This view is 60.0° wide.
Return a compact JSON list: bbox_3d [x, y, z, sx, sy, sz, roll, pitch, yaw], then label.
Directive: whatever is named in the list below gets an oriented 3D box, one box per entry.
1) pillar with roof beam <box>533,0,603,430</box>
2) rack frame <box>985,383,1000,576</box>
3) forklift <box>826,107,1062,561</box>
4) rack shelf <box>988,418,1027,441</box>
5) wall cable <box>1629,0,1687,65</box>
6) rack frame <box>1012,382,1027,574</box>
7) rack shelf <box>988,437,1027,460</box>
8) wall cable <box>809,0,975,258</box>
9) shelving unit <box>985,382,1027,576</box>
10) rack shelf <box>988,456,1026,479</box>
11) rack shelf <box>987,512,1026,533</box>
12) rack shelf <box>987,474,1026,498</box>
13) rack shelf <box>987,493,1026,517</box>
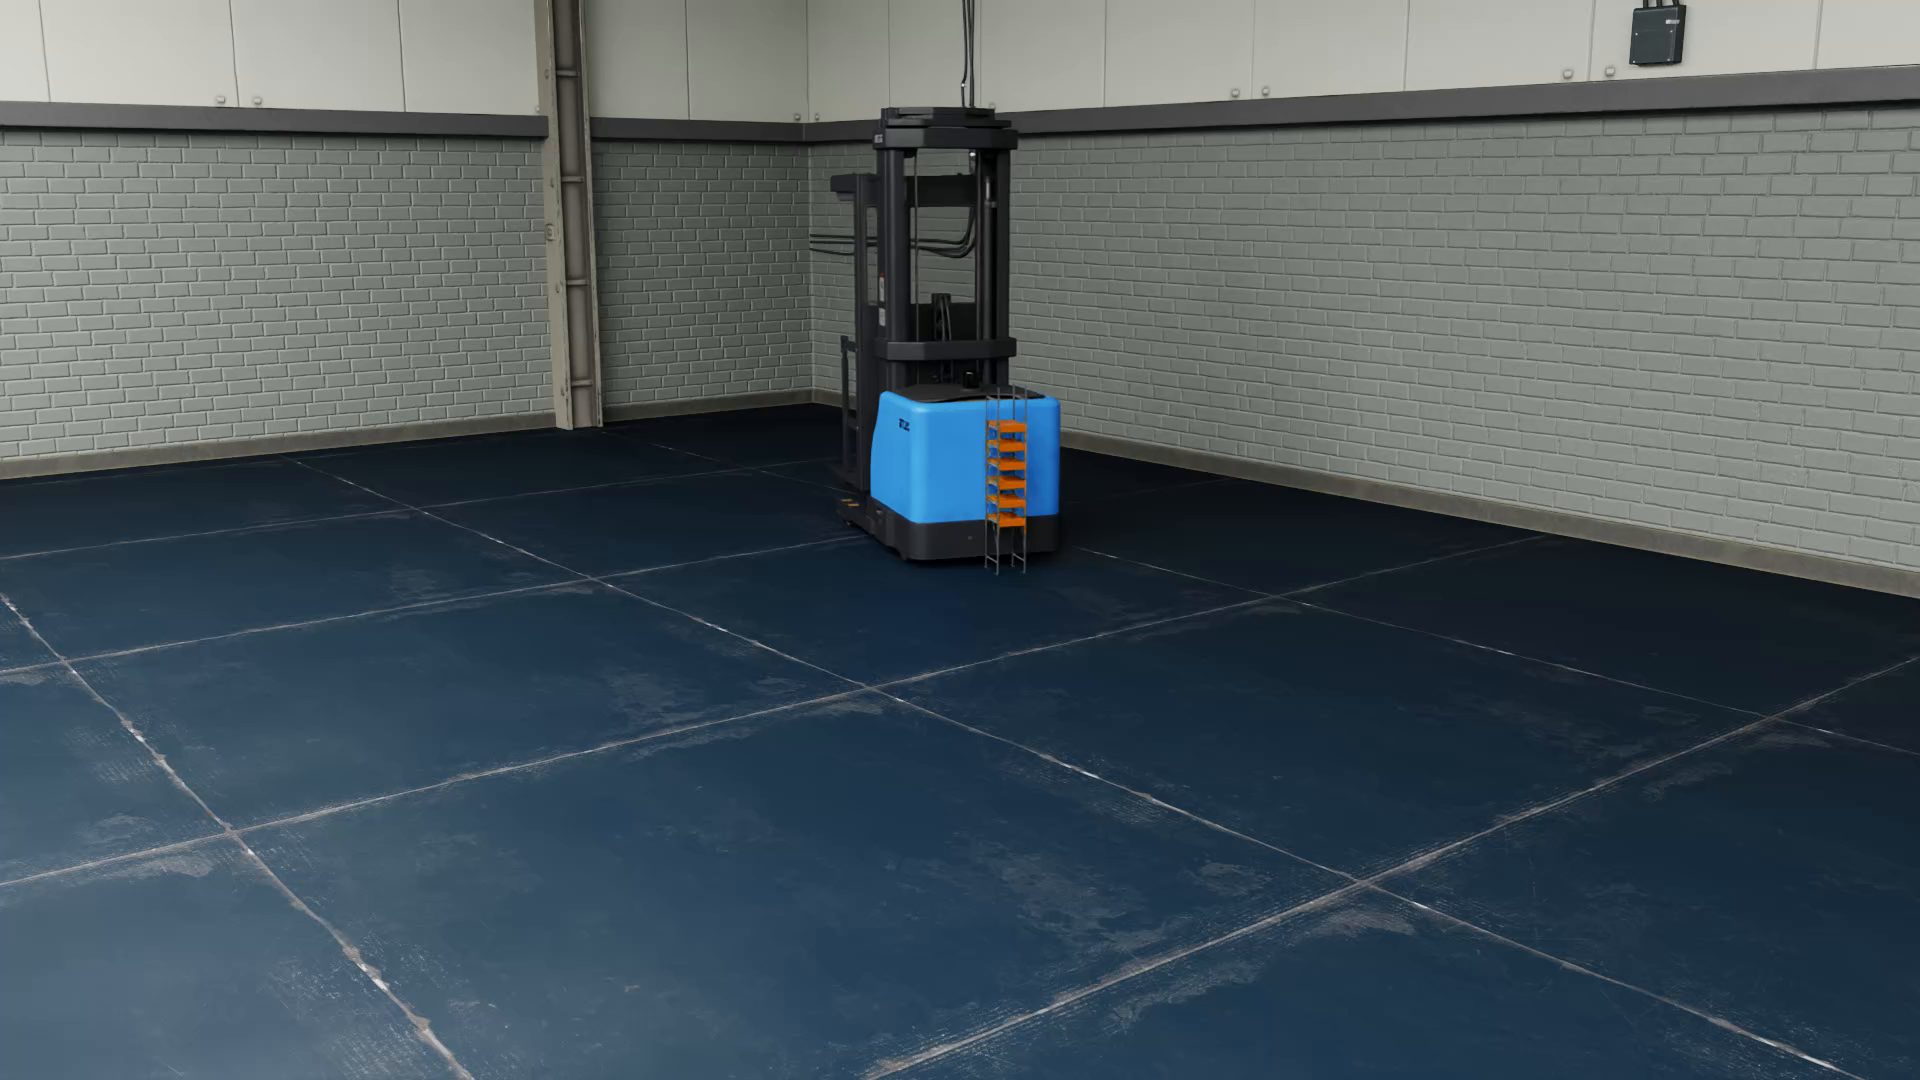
[{"bbox_3d":[-1.235,-4.875,12.922,0.400,9.000,9.100,-9,15,-38],"label":"pillar with roof beam"},{"bbox_3d":[0.205,-0.382,10.539,0.006,1.200,0.240,-4,13,-18],"label":"rack frame"},{"bbox_3d":[-0.281,-1.559,11.916,1.130,2.935,3.031,-4,13,-18],"label":"forklift"},{"bbox_3d":[0.292,-0.697,10.502,0.180,0.103,0.258,-4,13,-18],"label":"rack shelf"},{"bbox_3d":[5.120,-5.863,9.386,0.169,6.003,2.305,-9,15,-38],"label":"wall cable"},{"bbox_3d":[0.379,-0.394,10.596,0.006,1.200,0.240,-4,13,-18],"label":"rack frame"},{"bbox_3d":[0.292,-0.580,10.527,0.180,0.103,0.258,-4,13,-18],"label":"rack shelf"},{"bbox_3d":[-0.798,-4.222,17.323,0.112,2.526,3.097,-9,15,-38],"label":"wall cable"},{"bbox_3d":[0.292,-0.388,10.568,0.189,1.200,0.258,-4,13,-18],"label":"shelving unit"},{"bbox_3d":[0.292,-0.462,10.552,0.180,0.103,0.258,-4,13,-18],"label":"rack shelf"},{"bbox_3d":[0.292,-0.110,10.627,0.180,0.103,0.258,-4,13,-18],"label":"rack shelf"},{"bbox_3d":[0.292,-0.345,10.577,0.180,0.103,0.258,-4,13,-18],"label":"rack shelf"},{"bbox_3d":[0.292,-0.227,10.602,0.180,0.103,0.258,-4,13,-18],"label":"rack shelf"}]
